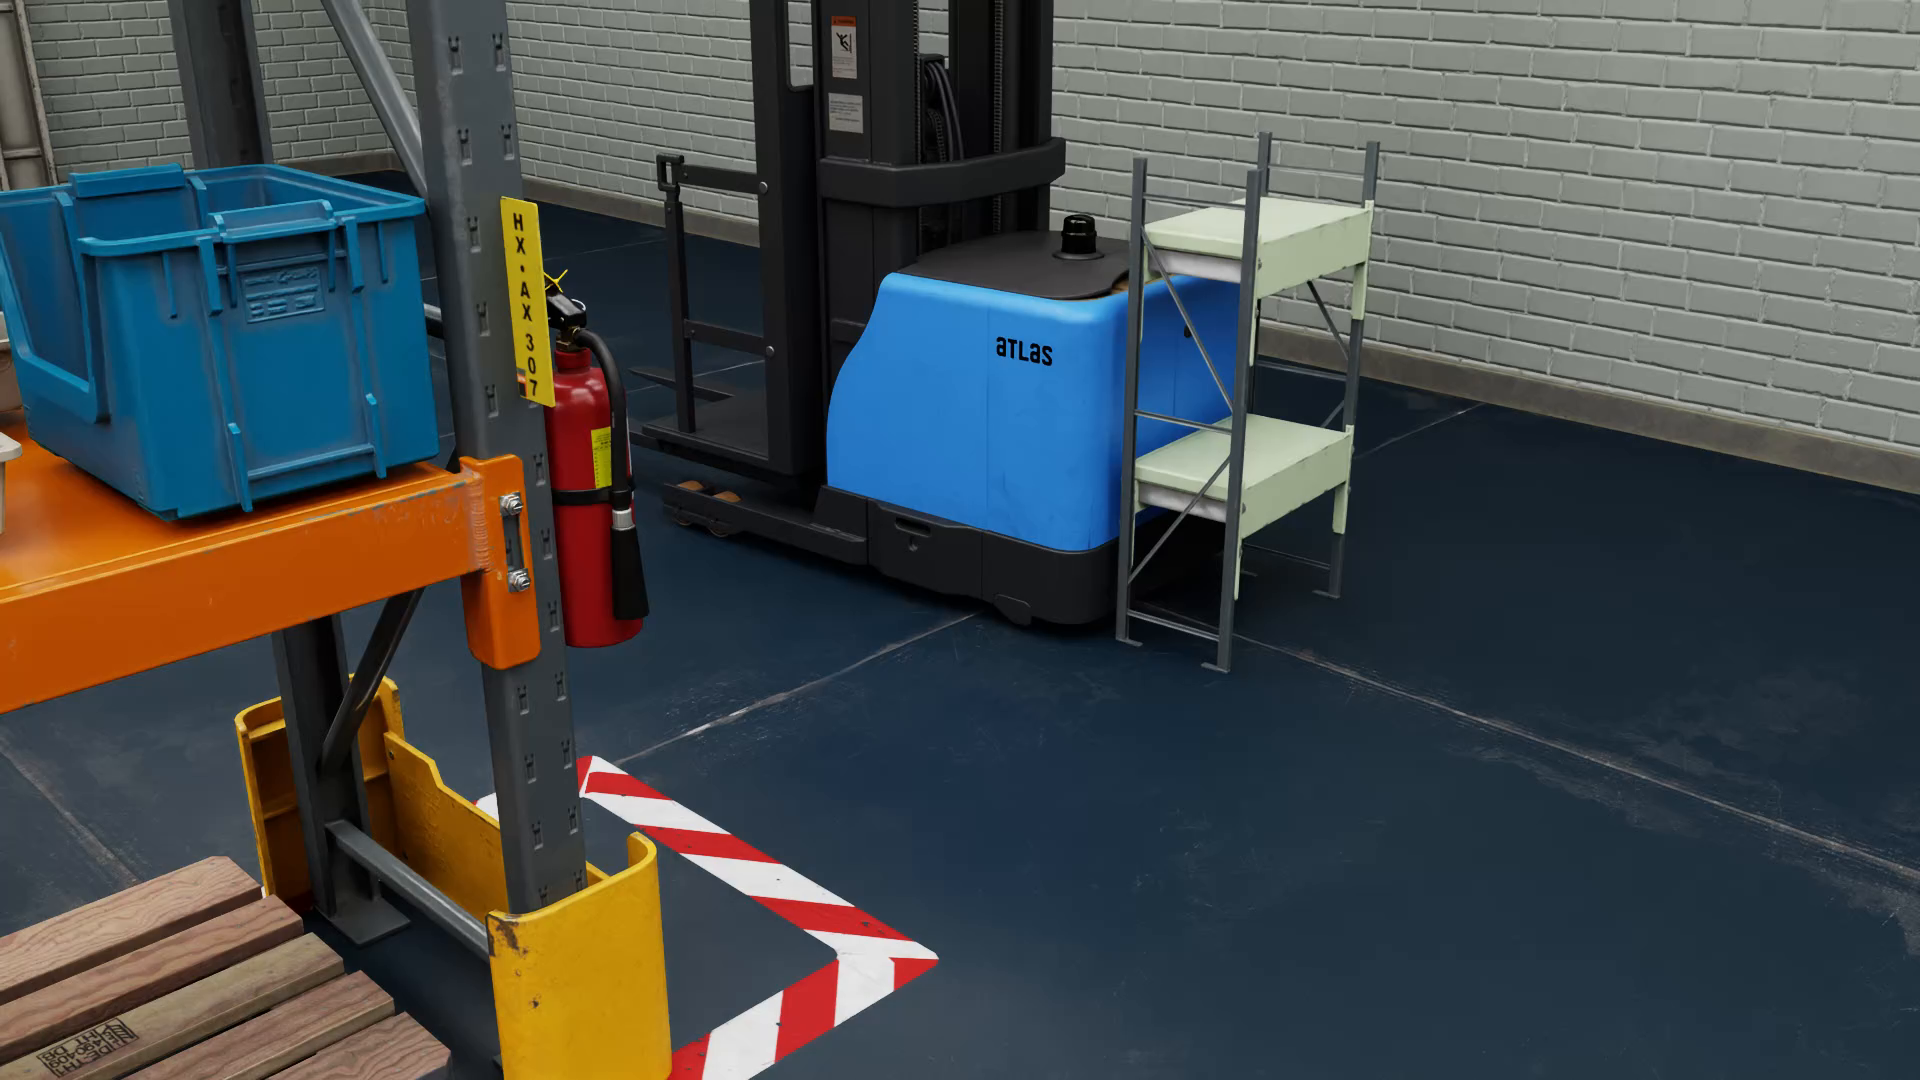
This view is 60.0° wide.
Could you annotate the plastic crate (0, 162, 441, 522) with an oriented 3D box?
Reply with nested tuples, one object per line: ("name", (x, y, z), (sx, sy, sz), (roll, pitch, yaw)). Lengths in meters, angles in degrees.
("plastic crate", (-1.193, -0.346, 2.661), (0.616, 0.435, 0.499), (19, 28, 41))

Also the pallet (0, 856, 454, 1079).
("pallet", (-1.696, 1.069, 2.998), (1.003, 0.211, 1.213), (19, 28, 41))

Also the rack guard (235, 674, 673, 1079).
("rack guard", (-1.086, 0.723, 3.497), (1.175, 0.500, 0.348), (19, 28, 41))

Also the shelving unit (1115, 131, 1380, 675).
("shelving unit", (0.881, -0.444, 5.140), (0.431, 1.500, 0.755), (16, 26, 35))

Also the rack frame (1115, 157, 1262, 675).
("rack frame", (0.654, -0.341, 4.872), (0.400, 1.500, 0.023), (16, 26, 35))

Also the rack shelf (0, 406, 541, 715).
("rack shelf", (-2.488, 0.415, 1.816), (1.077, 0.370, 4.000), (19, 28, 41))

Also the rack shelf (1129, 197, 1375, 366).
("rack shelf", (0.881, -0.808, 5.000), (0.431, 0.370, 0.720), (16, 26, 35))

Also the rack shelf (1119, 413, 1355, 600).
("rack shelf", (0.881, -0.140, 5.257), (0.431, 0.370, 0.720), (16, 26, 35))

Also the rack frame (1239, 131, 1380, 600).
("rack frame", (1.108, -0.547, 5.408), (0.400, 1.500, 0.023), (16, 26, 35))

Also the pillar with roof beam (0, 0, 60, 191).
("pillar with roof beam", (-3.843, -5.547, 7.964), (9.100, 9.000, 0.400), (19, 28, 41))

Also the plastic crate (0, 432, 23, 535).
("plastic crate", (-1.532, -0.084, 2.397), (0.396, 0.136, 0.243), (19, 28, 41))

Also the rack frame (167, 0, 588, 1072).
("rack frame", (-1.093, -0.434, 3.024), (1.000, 3.000, 0.127), (19, 28, 41))

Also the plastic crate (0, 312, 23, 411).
("plastic crate", (-1.784, -0.297, 2.949), (0.250, 0.136, 0.298), (19, 28, 41))

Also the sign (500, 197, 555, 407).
("sign", (-0.688, -0.377, 2.647), (0.100, 0.325, 0.005), (19, 28, 41))

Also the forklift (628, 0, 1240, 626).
("forklift", (-0.485, -1.508, 5.914), (3.031, 2.935, 1.130), (16, 26, 36))

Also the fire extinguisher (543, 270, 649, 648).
("fire extinguisher", (-0.662, -0.149, 2.910), (0.296, 0.674, 0.183), (19, 28, 41))
